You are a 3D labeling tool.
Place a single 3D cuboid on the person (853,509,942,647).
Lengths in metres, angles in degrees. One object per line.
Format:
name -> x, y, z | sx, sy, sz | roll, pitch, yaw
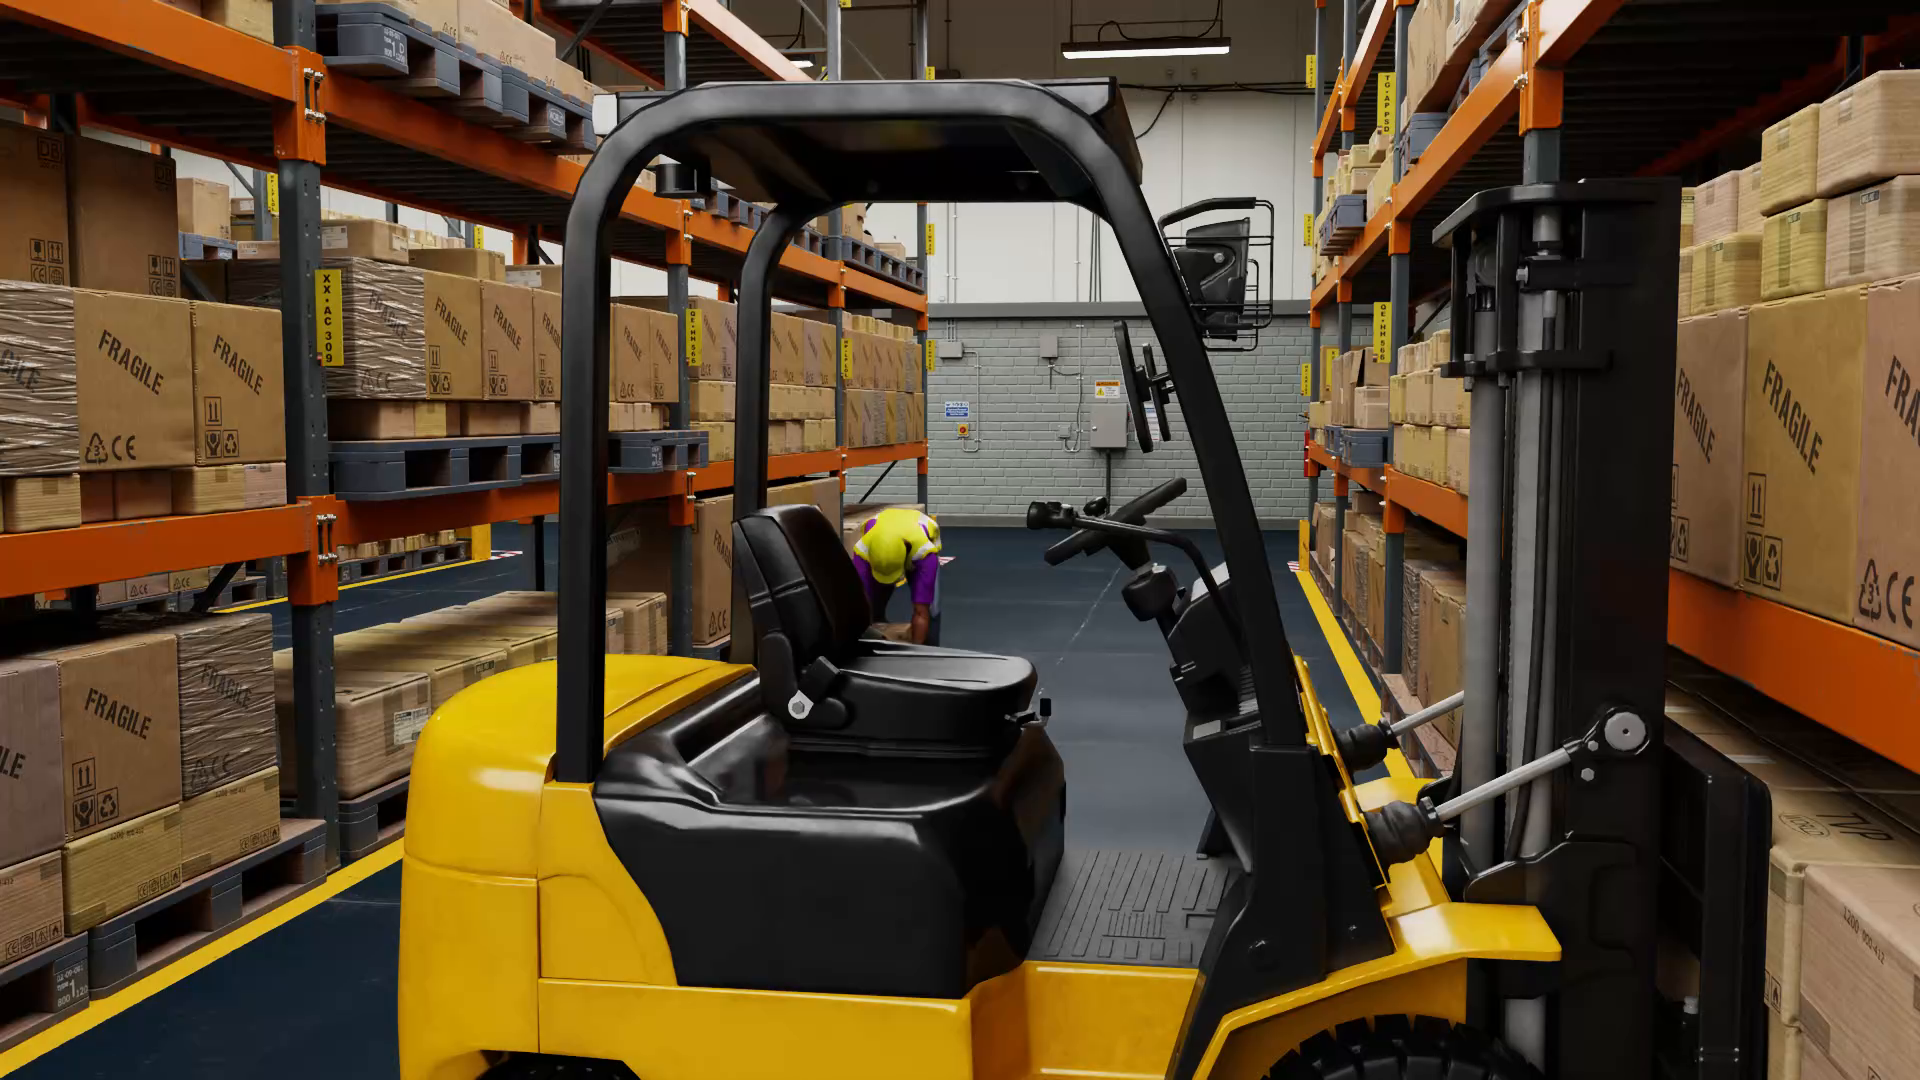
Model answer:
person -> -0.349, 0.364, 9.379 | 0.483, 1.054, 0.981 | 0, 4, 6
